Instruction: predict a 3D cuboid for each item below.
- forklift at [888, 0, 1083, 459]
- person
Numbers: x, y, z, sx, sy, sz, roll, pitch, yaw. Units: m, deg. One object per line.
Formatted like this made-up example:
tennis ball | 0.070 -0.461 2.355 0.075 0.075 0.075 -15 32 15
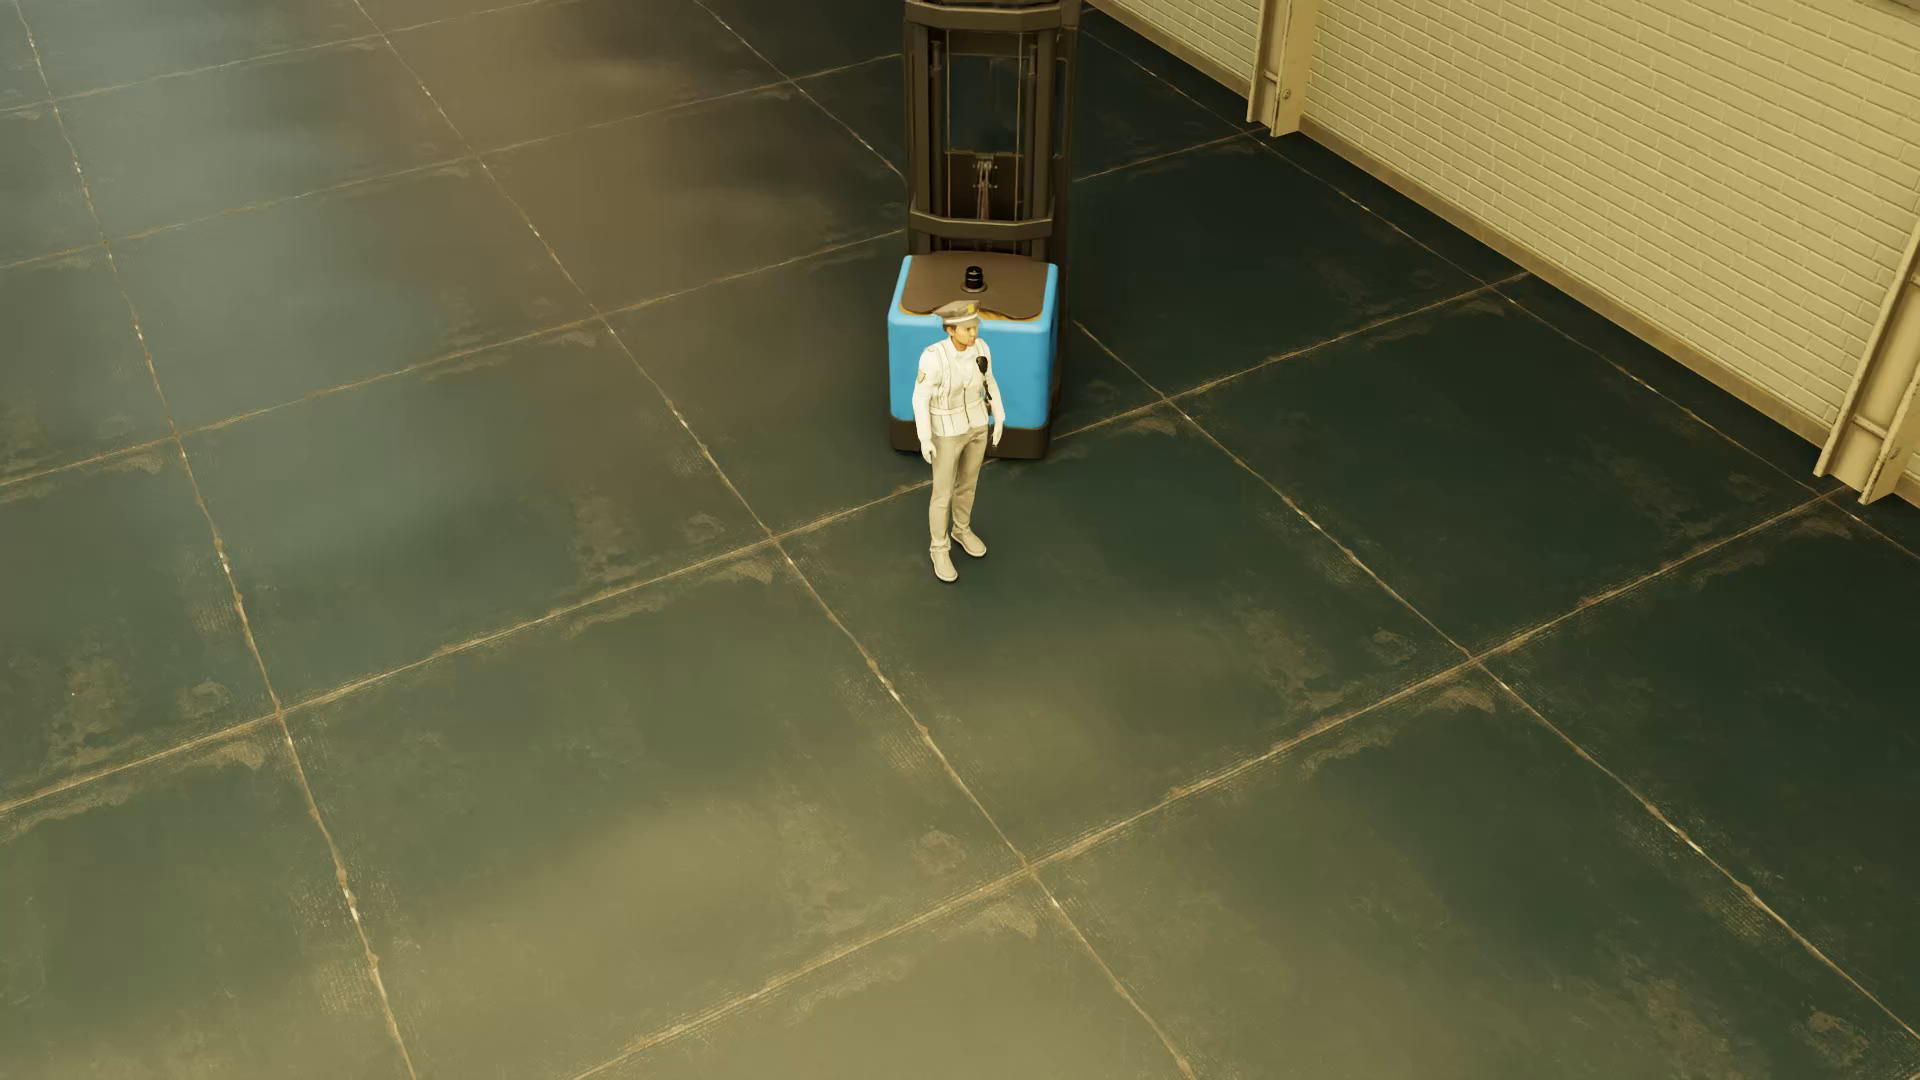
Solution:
forklift | 0.215 -2.591 11.160 1.130 2.935 3.031 4 40 5
person | 0.028 -0.618 9.738 0.586 1.694 0.531 -20 44 -23
